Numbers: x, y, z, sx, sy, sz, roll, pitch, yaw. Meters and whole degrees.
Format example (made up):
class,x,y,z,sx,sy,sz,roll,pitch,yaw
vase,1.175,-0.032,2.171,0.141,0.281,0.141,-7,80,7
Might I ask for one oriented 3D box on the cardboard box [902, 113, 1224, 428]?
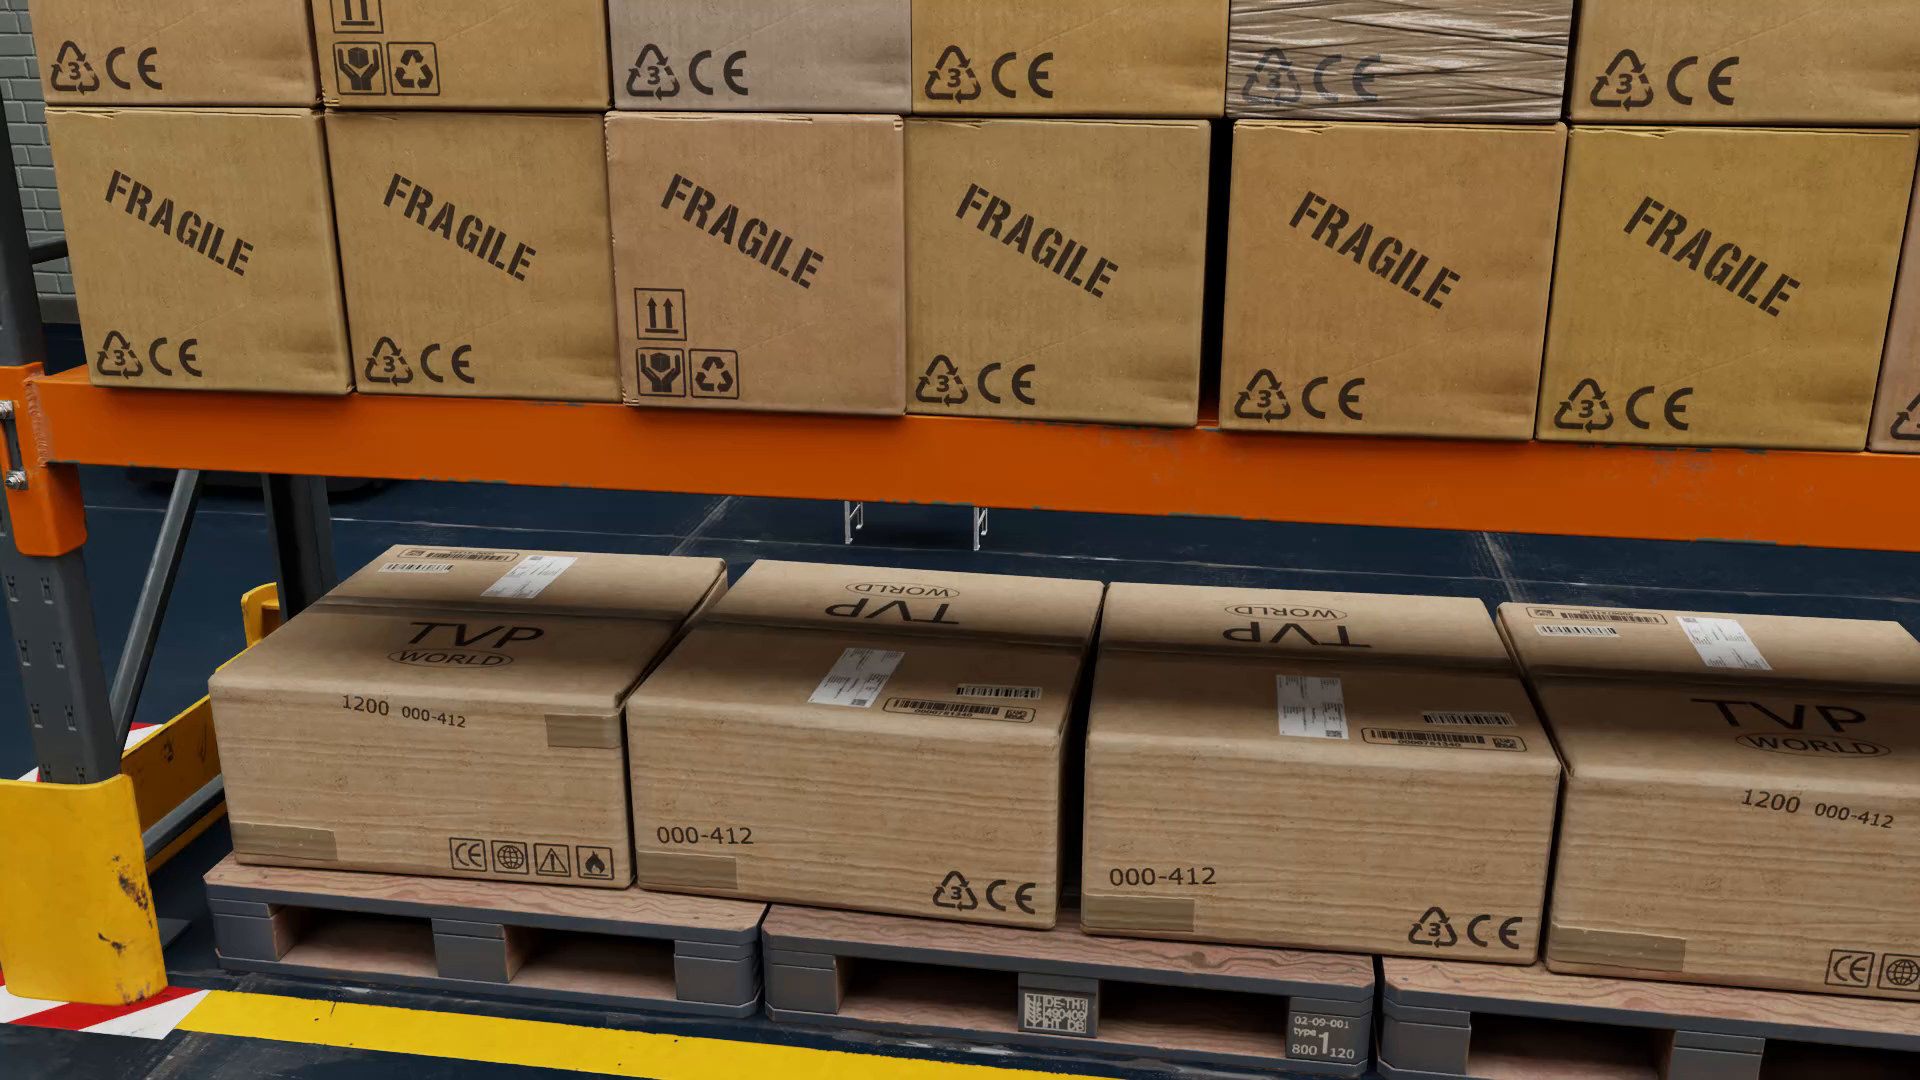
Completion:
class,x,y,z,sx,sy,sz,roll,pitch,yaw
cardboard box,0.194,-0.513,2.952,0.500,0.500,0.500,4,19,10

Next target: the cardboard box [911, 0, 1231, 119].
class,x,y,z,sx,sy,sz,roll,pitch,yaw
cardboard box,0.208,-0.984,2.784,0.500,0.500,0.500,3,19,9

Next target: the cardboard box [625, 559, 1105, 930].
class,x,y,z,sx,sy,sz,roll,pitch,yaw
cardboard box,-0.162,0.413,3.717,0.875,0.438,0.875,3,19,10

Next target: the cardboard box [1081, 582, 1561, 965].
class,x,y,z,sx,sy,sz,roll,pitch,yaw
cardboard box,0.728,0.459,3.580,0.875,0.438,0.875,2,19,7

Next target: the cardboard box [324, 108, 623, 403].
class,x,y,z,sx,sy,sz,roll,pitch,yaw
cardboard box,-0.802,-0.565,3.106,0.500,0.500,0.500,3,19,8

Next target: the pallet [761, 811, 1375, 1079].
class,x,y,z,sx,sy,sz,roll,pitch,yaw
pallet,0.268,0.752,3.722,1.213,0.211,1.003,3,19,9

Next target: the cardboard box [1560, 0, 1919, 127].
class,x,y,z,sx,sy,sz,roll,pitch,yaw
cardboard box,1.205,-0.934,2.633,0.500,0.500,0.500,3,19,8

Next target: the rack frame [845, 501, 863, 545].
class,x,y,z,sx,sy,sz,roll,pitch,yaw
rack frame,-0.404,-0.590,6.174,0.015,1.200,0.240,3,19,9

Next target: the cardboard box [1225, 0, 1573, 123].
class,x,y,z,sx,sy,sz,roll,pitch,yaw
cardboard box,1.057,-1.421,2.472,1.234,1.526,0.509,4,19,10

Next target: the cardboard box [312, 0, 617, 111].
class,x,y,z,sx,sy,sz,roll,pitch,yaw
cardboard box,-0.795,-1.032,2.928,0.500,0.500,0.500,2,19,7

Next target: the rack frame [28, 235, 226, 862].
class,x,y,z,sx,sy,sz,roll,pitch,yaw
rack frame,-1.734,-0.649,3.516,0.053,2.616,0.949,3,19,9

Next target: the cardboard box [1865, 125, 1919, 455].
class,x,y,z,sx,sy,sz,roll,pitch,yaw
cardboard box,1.716,-0.437,2.725,0.500,0.500,0.500,3,19,9

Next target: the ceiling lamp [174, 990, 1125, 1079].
class,x,y,z,sx,sy,sz,roll,pitch,yaw
ceiling lamp,0.131,1.052,3.160,3.459,0.001,0.159,3,19,9

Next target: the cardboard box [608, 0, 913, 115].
class,x,y,z,sx,sy,sz,roll,pitch,yaw
cardboard box,-0.285,-1.009,2.858,0.500,0.500,0.500,3,19,8

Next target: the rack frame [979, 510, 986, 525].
class,x,y,z,sx,sy,sz,roll,pitch,yaw
rack frame,0.078,-0.565,6.102,0.006,1.046,0.228,3,19,9

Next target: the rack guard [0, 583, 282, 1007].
class,x,y,z,sx,sy,sz,roll,pitch,yaw
rack guard,-1.758,0.536,3.913,0.348,0.500,1.175,3,19,9

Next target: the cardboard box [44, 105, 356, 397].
class,x,y,z,sx,sy,sz,roll,pitch,yaw
cardboard box,-1.306,-0.581,3.156,0.500,0.500,0.500,3,19,8

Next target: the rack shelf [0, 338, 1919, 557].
class,x,y,z,sx,sy,sz,roll,pitch,yaw
rack shelf,0.240,-0.206,3.326,4.000,0.370,1.077,3,19,9

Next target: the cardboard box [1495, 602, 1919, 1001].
class,x,y,z,sx,sy,sz,roll,pitch,yaw
cardboard box,1.612,0.504,3.446,0.875,0.438,0.875,3,19,8

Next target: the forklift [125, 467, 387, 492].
class,x,y,z,sx,sy,sz,roll,pitch,yaw
forklift,-2.700,-0.670,3.826,2.598,2.843,11.079,3,19,10

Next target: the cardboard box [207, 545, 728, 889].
class,x,y,z,sx,sy,sz,roll,pitch,yaw
cardboard box,-1.067,0.370,3.847,0.875,0.438,0.875,2,19,7

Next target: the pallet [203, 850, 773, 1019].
class,x,y,z,sx,sy,sz,roll,pitch,yaw
pallet,-0.933,0.690,3.908,1.213,0.211,1.003,3,19,9
